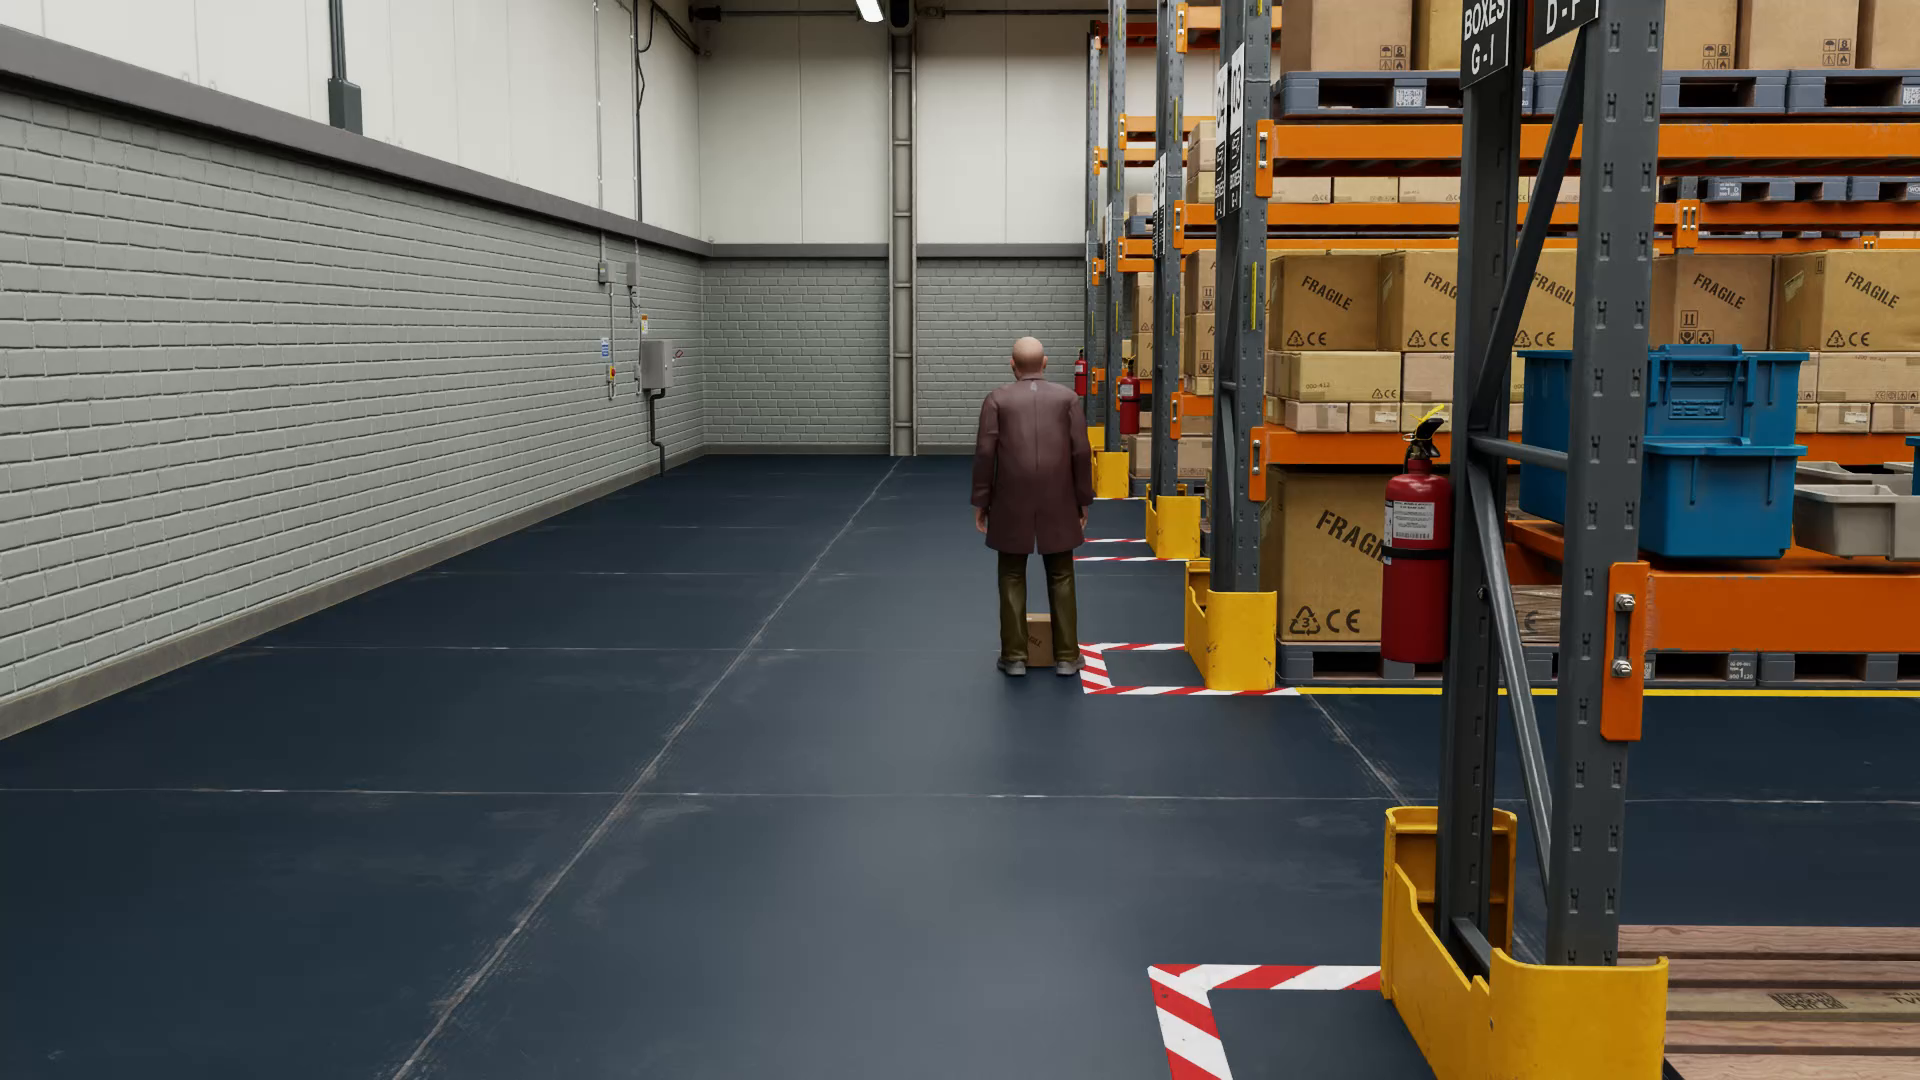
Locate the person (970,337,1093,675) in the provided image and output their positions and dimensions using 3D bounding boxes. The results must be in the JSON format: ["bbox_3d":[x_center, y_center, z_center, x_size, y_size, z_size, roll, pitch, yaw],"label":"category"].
[{"bbox_3d":[0.379,-0.179,8.771,0.653,1.773,0.425,0,7,-2],"label":"person"}]
